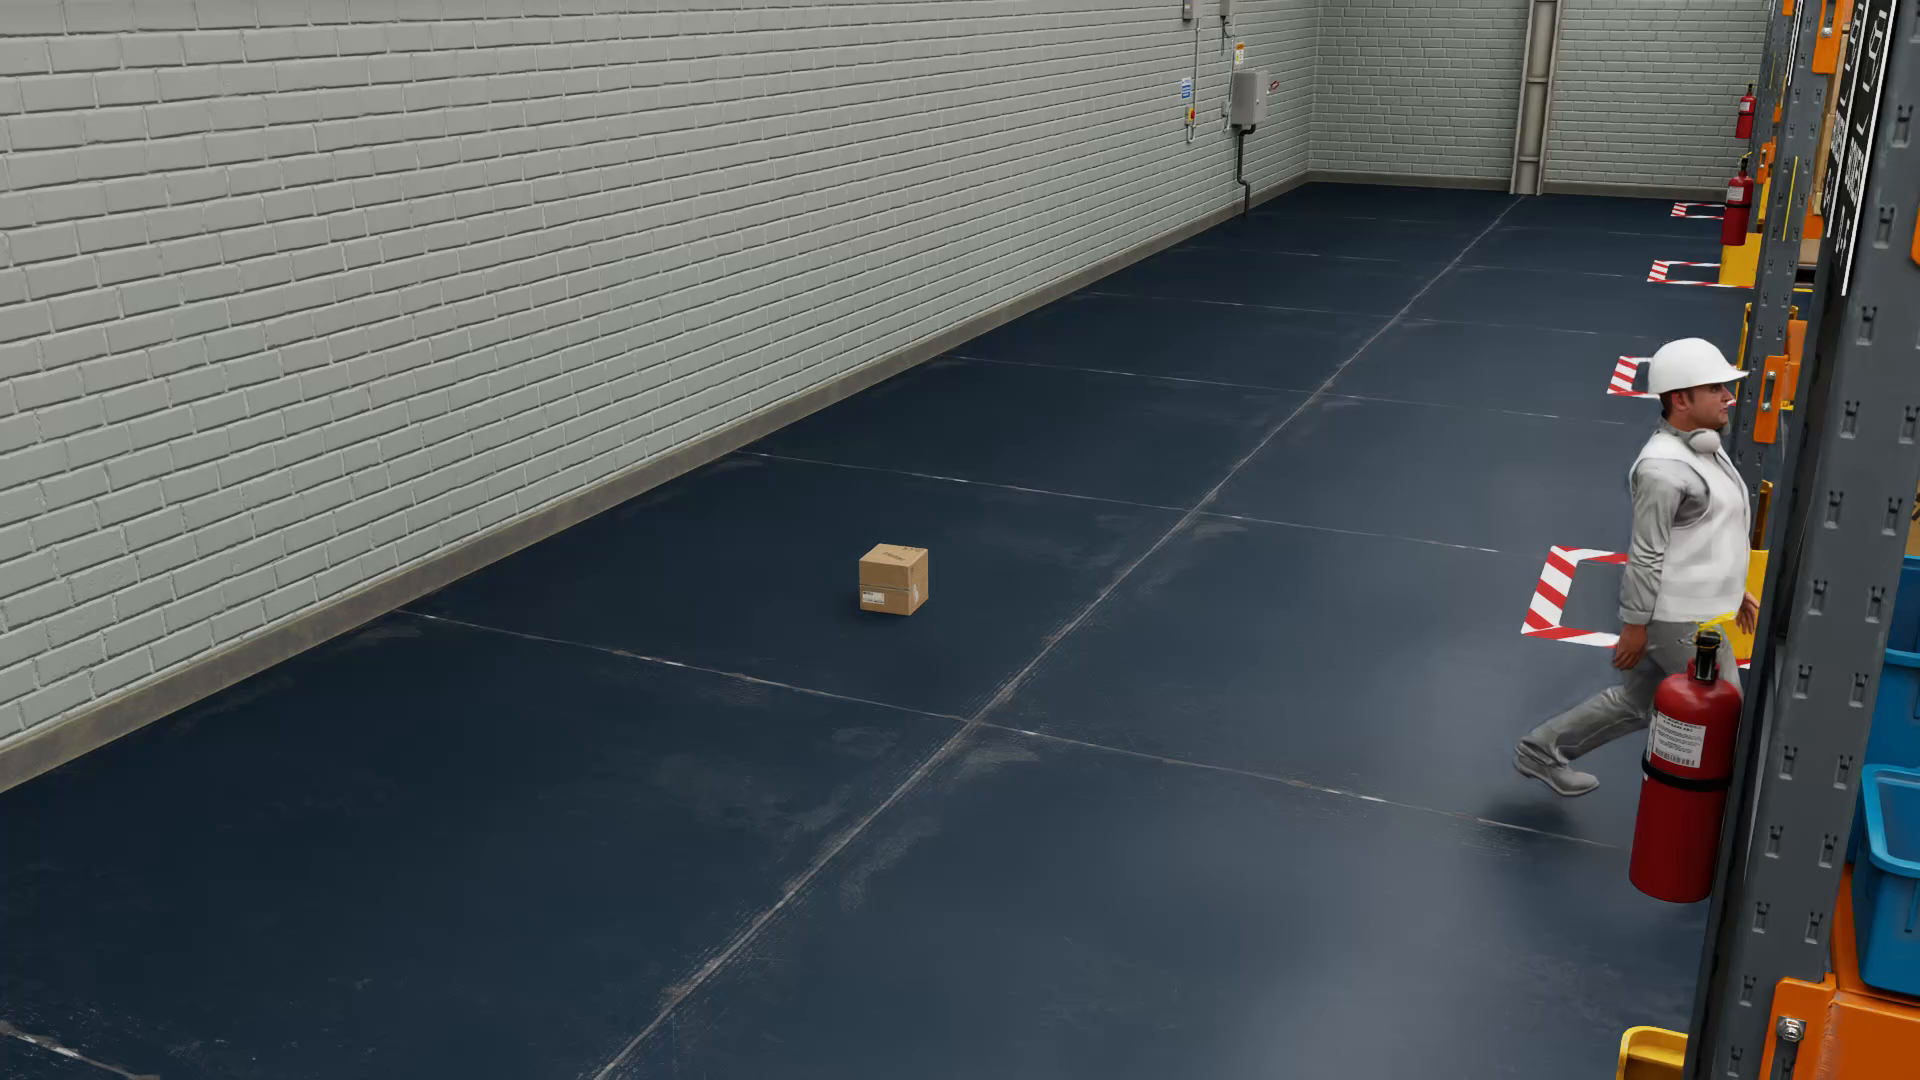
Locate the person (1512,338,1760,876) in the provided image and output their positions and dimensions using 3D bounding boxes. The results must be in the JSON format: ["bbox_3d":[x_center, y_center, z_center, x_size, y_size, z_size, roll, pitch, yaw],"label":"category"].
[{"bbox_3d":[2.361,0.207,5.428,0.970,1.735,0.538,10,21,28],"label":"person"}]
